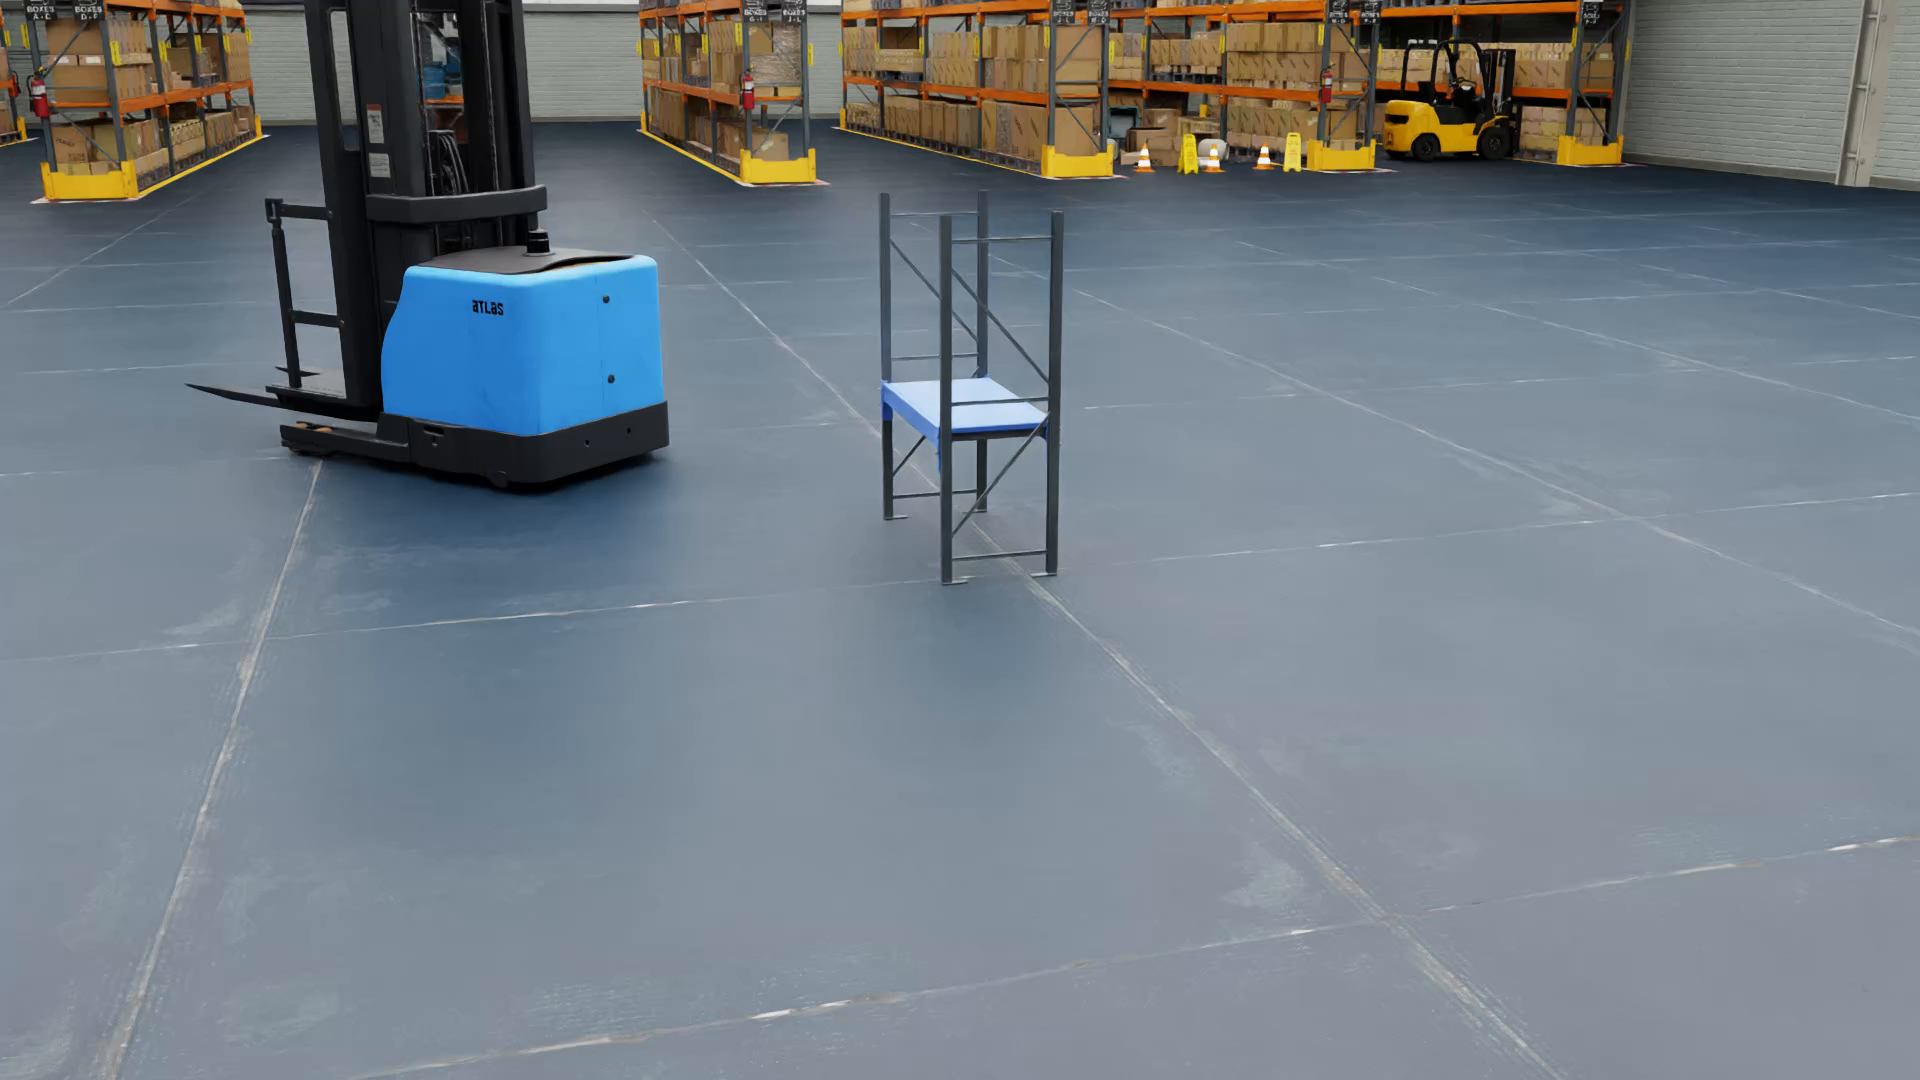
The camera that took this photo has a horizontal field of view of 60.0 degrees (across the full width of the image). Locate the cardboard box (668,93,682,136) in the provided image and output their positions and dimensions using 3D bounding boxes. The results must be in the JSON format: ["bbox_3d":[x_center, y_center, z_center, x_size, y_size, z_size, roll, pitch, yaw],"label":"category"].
[{"bbox_3d":[-5.470,-8.955,35.012,1.225,0.875,0.875,-5,17,-15],"label":"cardboard box"}]

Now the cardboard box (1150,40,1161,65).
[{"bbox_3d":[4.367,-10.364,35.318,0.500,0.500,0.500,-5,17,-17],"label":"cardboard box"}]

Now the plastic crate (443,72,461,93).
[{"bbox_3d":[-8.704,-7.649,27.809,0.767,0.338,0.504,-5,17,-15],"label":"plastic crate"}]

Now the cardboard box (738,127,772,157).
[{"bbox_3d":[-3.481,-6.792,28.463,0.500,0.500,0.500,-6,18,-20],"label":"cardboard box"}]

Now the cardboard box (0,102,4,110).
[{"bbox_3d":[-20.979,-9.407,36.041,0.380,0.149,0.250,-4,17,-14],"label":"cardboard box"}]

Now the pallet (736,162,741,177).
[{"bbox_3d":[-3.074,-6.032,27.165,1.003,0.211,1.213,-5,17,-15],"label":"pallet"}]

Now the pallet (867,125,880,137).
[{"bbox_3d":[-1.584,-9.649,39.209,1.003,0.211,1.213,-5,17,-15],"label":"pallet"}]

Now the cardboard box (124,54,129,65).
[{"bbox_3d":[-12.647,-7.177,24.828,0.380,0.149,0.250,-5,17,-16],"label":"cardboard box"}]

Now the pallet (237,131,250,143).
[{"bbox_3d":[-16.215,-8.848,36.542,1.003,0.211,1.213,-5,17,-15],"label":"pallet"}]

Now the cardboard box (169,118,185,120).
[{"bbox_3d":[-15.072,-7.803,31.795,0.500,0.500,0.500,-4,17,-13],"label":"cardboard box"}]

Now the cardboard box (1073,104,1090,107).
[{"bbox_3d":[3.297,-10.377,40.509,0.875,0.438,0.875,-5,17,-16],"label":"cardboard box"}]

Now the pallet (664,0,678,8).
[{"bbox_3d":[-5.601,-11.160,34.506,1.003,0.211,1.213,-4,17,-13],"label":"pallet"}]

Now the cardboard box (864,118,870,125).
[{"bbox_3d":[-2.085,-10.006,39.773,0.380,0.149,0.250,-5,17,-15],"label":"cardboard box"}]

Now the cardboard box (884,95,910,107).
[{"bbox_3d":[-1.416,-9.940,37.640,0.500,0.250,0.500,-5,18,-18],"label":"cardboard box"}]

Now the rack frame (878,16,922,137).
[{"bbox_3d":[-1.365,-10.802,38.199,1.000,3.000,0.127,-5,17,-15],"label":"rack frame"}]

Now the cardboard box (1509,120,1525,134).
[{"bbox_3d":[10.712,-7.810,31.418,0.500,0.250,0.500,-5,17,-17],"label":"cardboard box"}]

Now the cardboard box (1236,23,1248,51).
[{"bbox_3d":[5.597,-9.396,31.088,0.700,0.500,0.500,-5,17,-15],"label":"cardboard box"}]

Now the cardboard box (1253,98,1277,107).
[{"bbox_3d":[5.664,-8.122,30.896,0.380,0.149,0.250,-4,17,-12],"label":"cardboard box"}]

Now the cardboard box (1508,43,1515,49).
[{"bbox_3d":[10.655,-9.374,31.625,0.380,0.149,0.250,-5,17,-15],"label":"cardboard box"}]

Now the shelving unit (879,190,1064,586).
[{"bbox_3d":[0.023,-0.695,7.158,0.538,1.500,1.048,-5,17,-15],"label":"shelving unit"}]

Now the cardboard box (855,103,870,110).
[{"bbox_3d":[-2.362,-10.649,40.880,0.380,0.149,0.250,-6,18,-18],"label":"cardboard box"}]

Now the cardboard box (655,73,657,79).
[{"bbox_3d":[-6.702,-10.518,37.690,0.380,0.149,0.250,-5,17,-16],"label":"cardboard box"}]

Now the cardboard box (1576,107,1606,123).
[{"bbox_3d":[11.486,-7.806,30.538,0.500,0.250,0.500,-5,17,-16],"label":"cardboard box"}]

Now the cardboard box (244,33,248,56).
[{"bbox_3d":[-16.401,-11.187,37.570,0.500,0.500,0.500,-5,17,-16],"label":"cardboard box"}]

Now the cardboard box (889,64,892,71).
[{"bbox_3d":[-1.335,-10.377,36.489,0.380,0.149,0.250,-5,17,-16],"label":"cardboard box"}]

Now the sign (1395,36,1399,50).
[{"bbox_3d":[9.770,-11.108,37.204,0.100,0.325,0.005,-5,17,-15],"label":"sign"}]

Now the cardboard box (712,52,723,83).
[{"bbox_3d":[-3.796,-8.145,28.662,0.875,0.500,0.500,-5,17,-15],"label":"cardboard box"}]

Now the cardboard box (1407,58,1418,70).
[{"bbox_3d":[9.672,-9.969,34.816,0.500,0.250,0.500,-4,17,-14],"label":"cardboard box"}]

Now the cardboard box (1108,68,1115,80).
[{"bbox_3d":[3.631,-10.582,37.726,0.500,0.250,0.500,-5,17,-16],"label":"cardboard box"}]

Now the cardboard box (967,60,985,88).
[{"bbox_3d":[0.433,-8.760,31.228,0.500,0.500,0.500,-5,17,-16],"label":"cardboard box"}]

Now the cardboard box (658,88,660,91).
[{"bbox_3d":[-6.514,-10.059,38.689,0.875,0.875,0.875,-5,17,-15],"label":"cardboard box"}]

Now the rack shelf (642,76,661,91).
[{"bbox_3d":[-6.712,-10.646,38.931,1.077,0.370,4.000,-5,17,-15],"label":"rack shelf"}]

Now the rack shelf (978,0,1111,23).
[{"bbox_3d":[1.383,-9.128,28.662,1.077,0.370,4.000,-5,17,-15],"label":"rack shelf"}]

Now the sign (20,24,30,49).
[{"bbox_3d":[-12.916,-6.965,23.001,0.100,0.325,0.005,-5,17,-15],"label":"sign"}]

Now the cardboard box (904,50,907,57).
[{"bbox_3d":[-0.981,-10.303,35.209,0.380,0.149,0.250,-4,17,-14],"label":"cardboard box"}]

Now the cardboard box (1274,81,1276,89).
[{"bbox_3d":[5.954,-8.293,30.281,0.380,0.149,0.250,-5,17,-15],"label":"cardboard box"}]

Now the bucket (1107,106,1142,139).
[{"bbox_3d":[3.087,-7.894,31.566,0.726,0.611,0.620,1,7,4],"label":"bucket"}]

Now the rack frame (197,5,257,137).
[{"bbox_3d":[-16.787,-10.762,38.066,1.000,3.000,0.127,-5,17,-15],"label":"rack frame"}]

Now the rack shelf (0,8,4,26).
[{"bbox_3d":[-21.000,-10.908,34.589,1.077,0.370,4.000,-5,17,-15],"label":"rack shelf"}]

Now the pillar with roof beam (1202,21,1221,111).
[{"bbox_3d":[3.025,-16.071,45.312,9.100,9.000,0.400,-5,17,-15],"label":"pillar with roof beam"}]

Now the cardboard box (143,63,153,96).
[{"bbox_3d":[-13.362,-7.368,26.594,0.700,0.500,0.500,-5,17,-17],"label":"cardboard box"}]

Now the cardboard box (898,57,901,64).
[{"bbox_3d":[-1.124,-10.304,35.731,0.380,0.149,0.250,-5,17,-16],"label":"cardboard box"}]

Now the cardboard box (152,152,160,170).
[{"bbox_3d":[-12.872,-5.940,26.062,0.500,0.250,0.500,-5,17,-15],"label":"cardboard box"}]

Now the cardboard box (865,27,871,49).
[{"bbox_3d":[-1.902,-11.722,38.834,0.500,0.500,0.500,-5,18,-17],"label":"cardboard box"}]

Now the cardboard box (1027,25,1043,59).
[{"bbox_3d":[1.628,-8.322,27.806,0.875,0.550,0.550,-5,17,-15],"label":"cardboard box"}]

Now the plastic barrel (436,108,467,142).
[{"bbox_3d":[-9.976,-8.235,32.697,0.600,0.830,0.708,-5,17,-15],"label":"plastic barrel"}]

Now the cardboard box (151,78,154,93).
[{"bbox_3d":[-13.667,-7.504,27.479,0.500,0.250,0.500,-4,17,-12],"label":"cardboard box"}]

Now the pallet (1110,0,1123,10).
[{"bbox_3d":[3.927,-11.944,37.115,1.003,0.211,1.213,-4,17,-13],"label":"pallet"}]

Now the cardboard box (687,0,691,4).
[{"bbox_3d":[-4.887,-10.263,31.449,0.500,0.250,0.500,-4,17,-14],"label":"cardboard box"}]

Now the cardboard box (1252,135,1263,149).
[{"bbox_3d":[5.773,-7.415,30.972,0.500,0.250,0.500,-5,17,-16],"label":"cardboard box"}]

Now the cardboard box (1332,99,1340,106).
[{"bbox_3d":[8.753,-10.013,38.058,0.380,0.149,0.250,-6,18,-18],"label":"cardboard box"}]

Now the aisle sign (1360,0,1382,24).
[{"bbox_3d":[6.979,-9.154,28.195,0.394,0.787,0.004,-5,17,-15],"label":"aisle sign"}]

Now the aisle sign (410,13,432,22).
[{"bbox_3d":[-7.892,-7.929,24.114,0.394,0.787,0.004,-5,17,-15],"label":"aisle sign"}]

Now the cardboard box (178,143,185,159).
[{"bbox_3d":[-13.501,-6.600,28.258,0.500,0.250,0.500,-4,17,-14],"label":"cardboard box"}]

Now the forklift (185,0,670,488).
[{"bbox_3d":[-3.078,-1.958,8.875,3.031,2.935,1.130,10,20,31],"label":"forklift"}]
